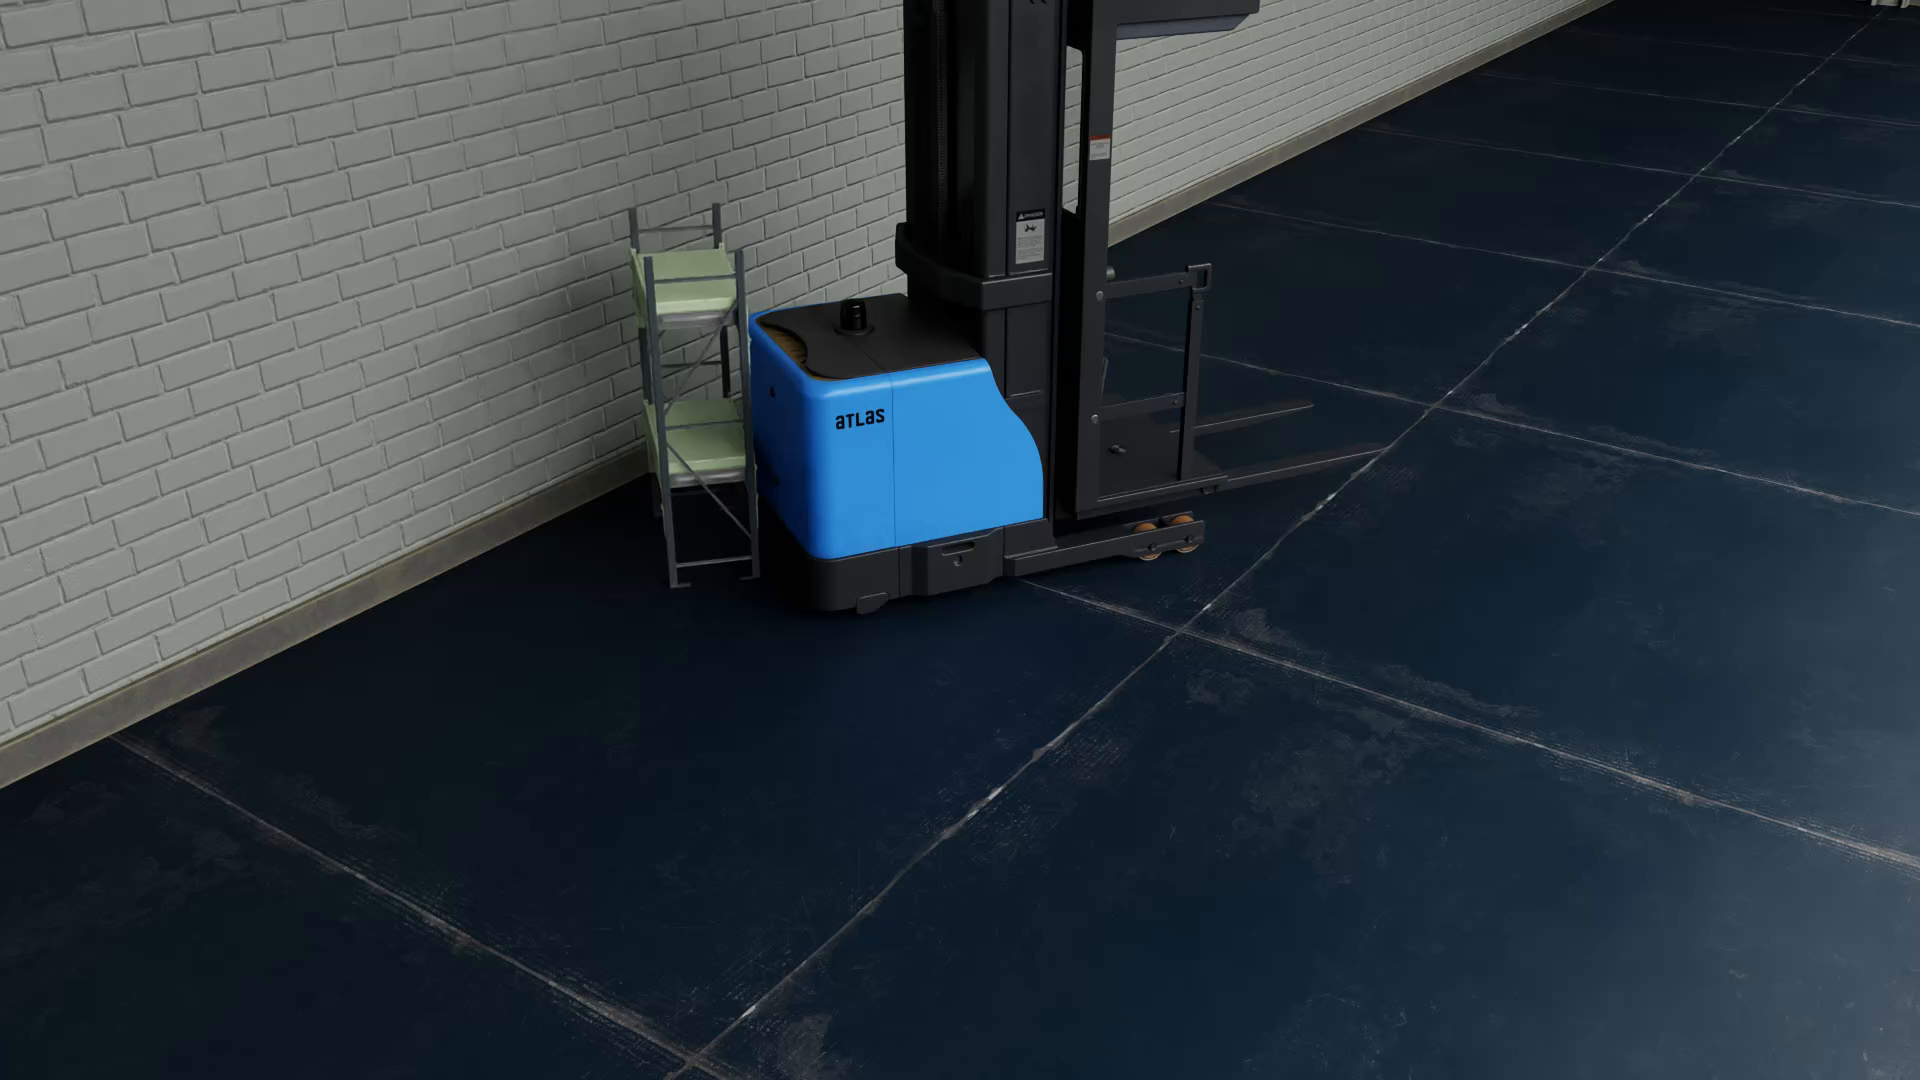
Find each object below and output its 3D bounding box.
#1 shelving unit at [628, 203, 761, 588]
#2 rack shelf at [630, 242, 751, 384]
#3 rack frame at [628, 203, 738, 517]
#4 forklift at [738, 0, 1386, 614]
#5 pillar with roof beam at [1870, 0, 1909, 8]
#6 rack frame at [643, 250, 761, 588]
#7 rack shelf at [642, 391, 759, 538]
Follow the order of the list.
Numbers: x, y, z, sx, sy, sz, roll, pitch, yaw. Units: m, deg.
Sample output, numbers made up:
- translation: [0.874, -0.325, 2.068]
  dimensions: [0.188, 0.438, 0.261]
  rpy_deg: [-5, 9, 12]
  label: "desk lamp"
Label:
- translation: [-1.173, -0.643, 7.356]
  dimensions: [0.431, 1.500, 0.755]
  rpy_deg: [-6, 28, -13]
  label: "shelving unit"
- translation: [-1.170, -0.992, 7.180]
  dimensions: [0.431, 0.370, 0.720]
  rpy_deg: [-6, 28, -13]
  label: "rack shelf"
- translation: [-1.266, -0.804, 7.672]
  dimensions: [0.400, 1.500, 0.023]
  rpy_deg: [-6, 28, -13]
  label: "rack frame"
- translation: [0.570, -1.420, 7.308]
  dimensions: [3.031, 2.935, 1.130]
  rpy_deg: [-11, 29, -21]
  label: "forklift"
- translation: [9.351, -9.190, 15.888]
  dimensions: [0.400, 9.000, 9.100]
  rpy_deg: [17, 32, 30]
  label: "pillar with roof beam"
- translation: [-1.079, -0.483, 7.041]
  dimensions: [0.400, 1.500, 0.023]
  rpy_deg: [-6, 28, -13]
  label: "rack frame"
- translation: [-1.175, -0.353, 7.504]
  dimensions: [0.431, 0.370, 0.720]
  rpy_deg: [-6, 28, -13]
  label: "rack shelf"
